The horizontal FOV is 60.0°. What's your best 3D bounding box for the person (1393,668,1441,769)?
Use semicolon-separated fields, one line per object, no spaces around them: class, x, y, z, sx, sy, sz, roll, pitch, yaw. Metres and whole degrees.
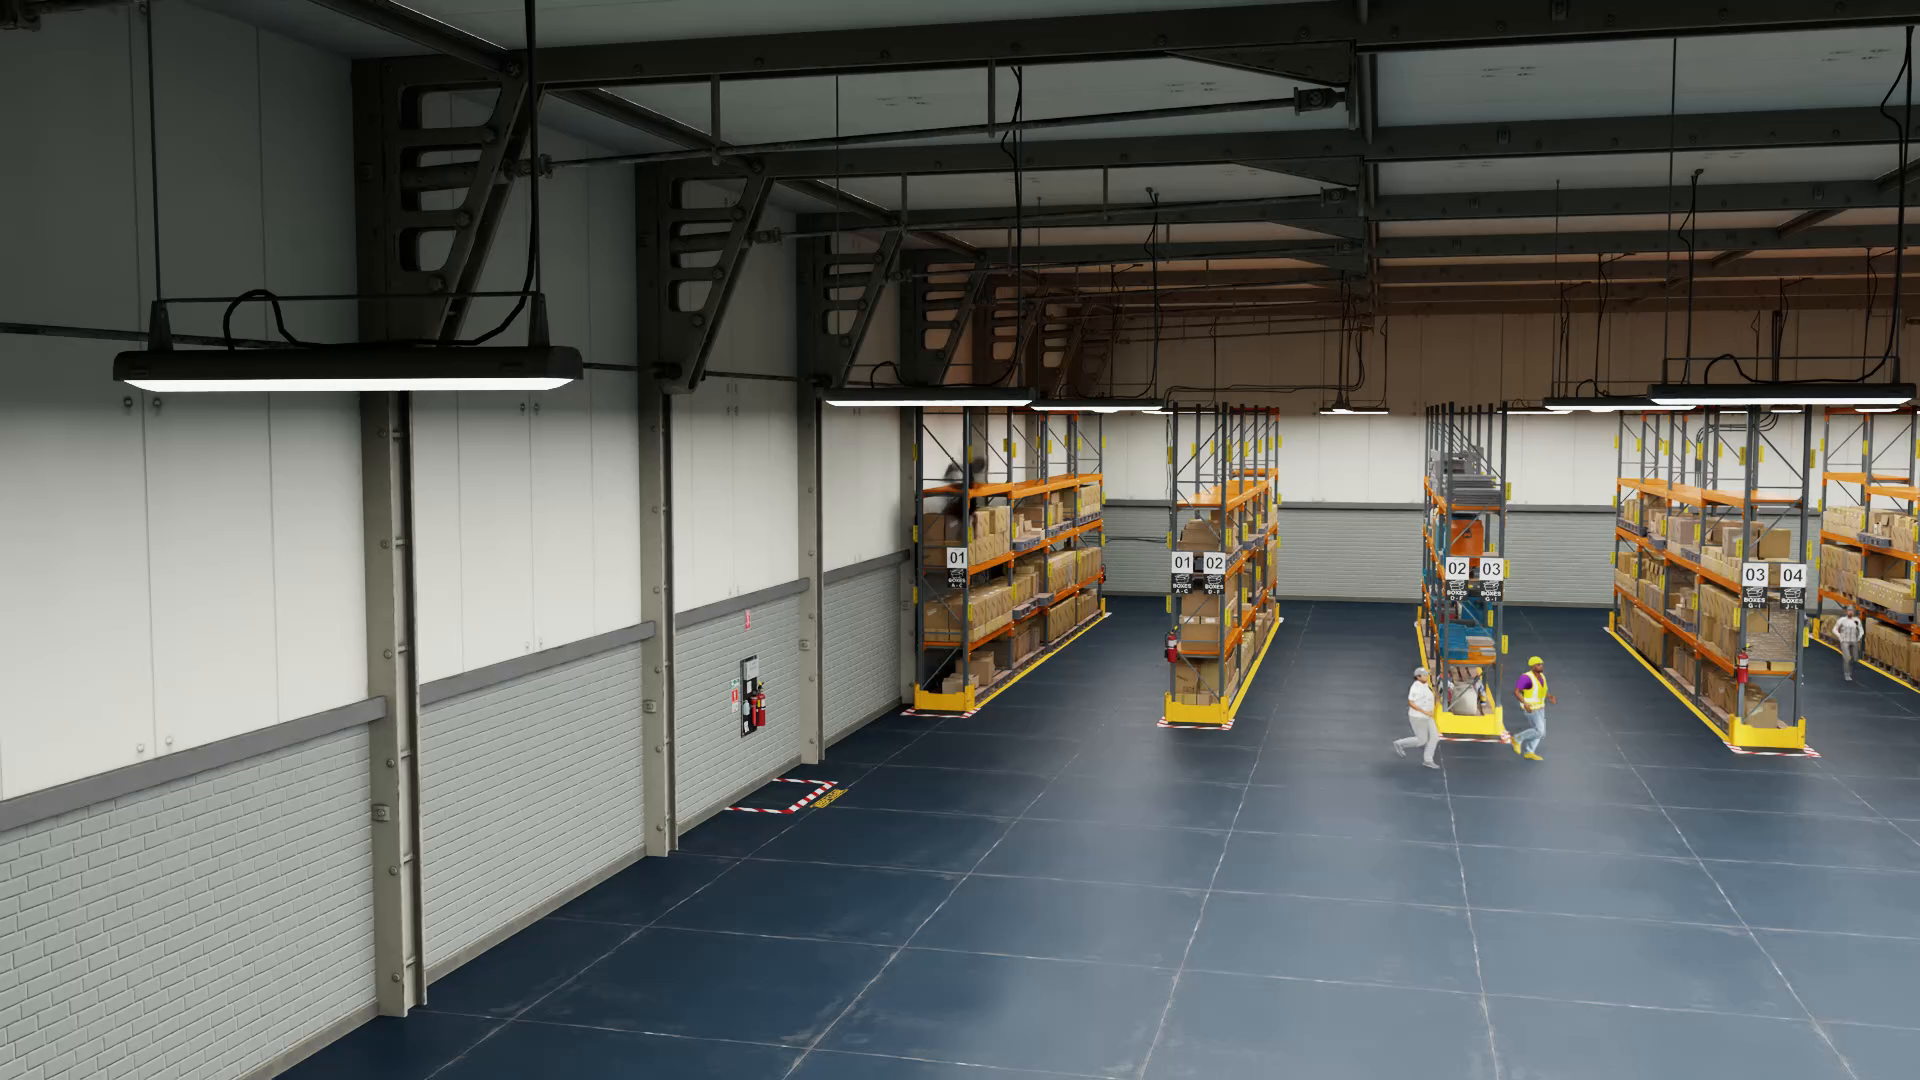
person;7.536;2.909;27.278;0.744;1.651;0.616;3;5;36

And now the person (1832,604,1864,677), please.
person;19.370;2.189;36.251;0.615;1.586;0.527;1;4;15

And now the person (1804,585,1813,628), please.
person;22.314;1.578;44.261;0.928;1.754;0.696;0;4;5

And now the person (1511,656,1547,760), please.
person;9.595;2.805;27.880;0.669;1.732;0.539;-4;6;-40
